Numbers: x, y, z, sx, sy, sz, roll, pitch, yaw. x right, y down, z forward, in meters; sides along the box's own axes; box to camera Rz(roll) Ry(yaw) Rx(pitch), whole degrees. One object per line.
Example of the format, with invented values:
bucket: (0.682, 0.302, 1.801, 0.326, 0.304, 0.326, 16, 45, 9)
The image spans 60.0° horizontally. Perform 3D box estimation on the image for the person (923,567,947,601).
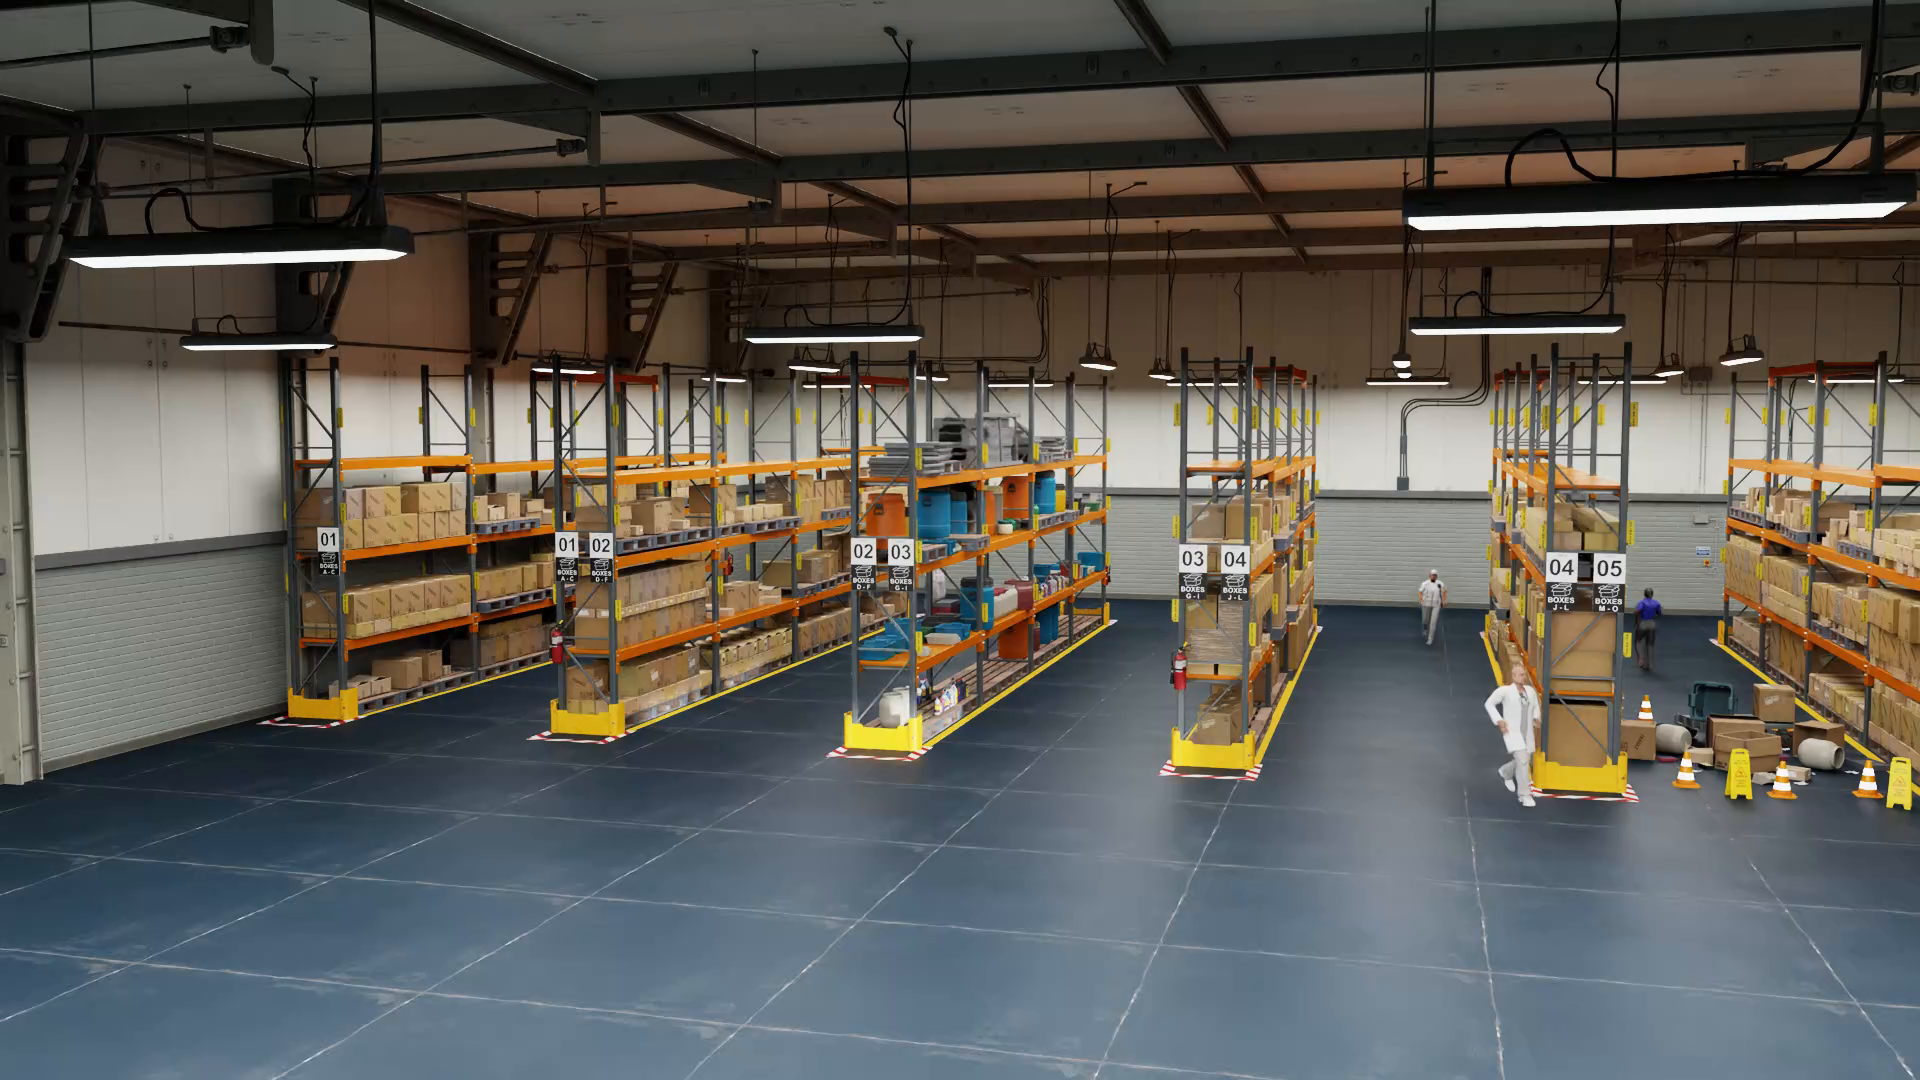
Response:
person: (-0.603, 1.034, 42.311, 0.702, 1.758, 0.690, -3, 5, -39)

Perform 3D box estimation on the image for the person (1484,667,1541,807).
person: (7.264, 2.530, 21.735, 0.735, 1.758, 0.922, -1, 4, -17)

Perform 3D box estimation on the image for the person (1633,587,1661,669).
person: (13.664, 1.746, 33.160, 0.552, 1.620, 0.628, 0, 4, 5)

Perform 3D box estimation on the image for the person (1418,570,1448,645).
person: (10.504, 1.481, 36.972, 0.635, 1.653, 0.882, 1, 4, 17)
